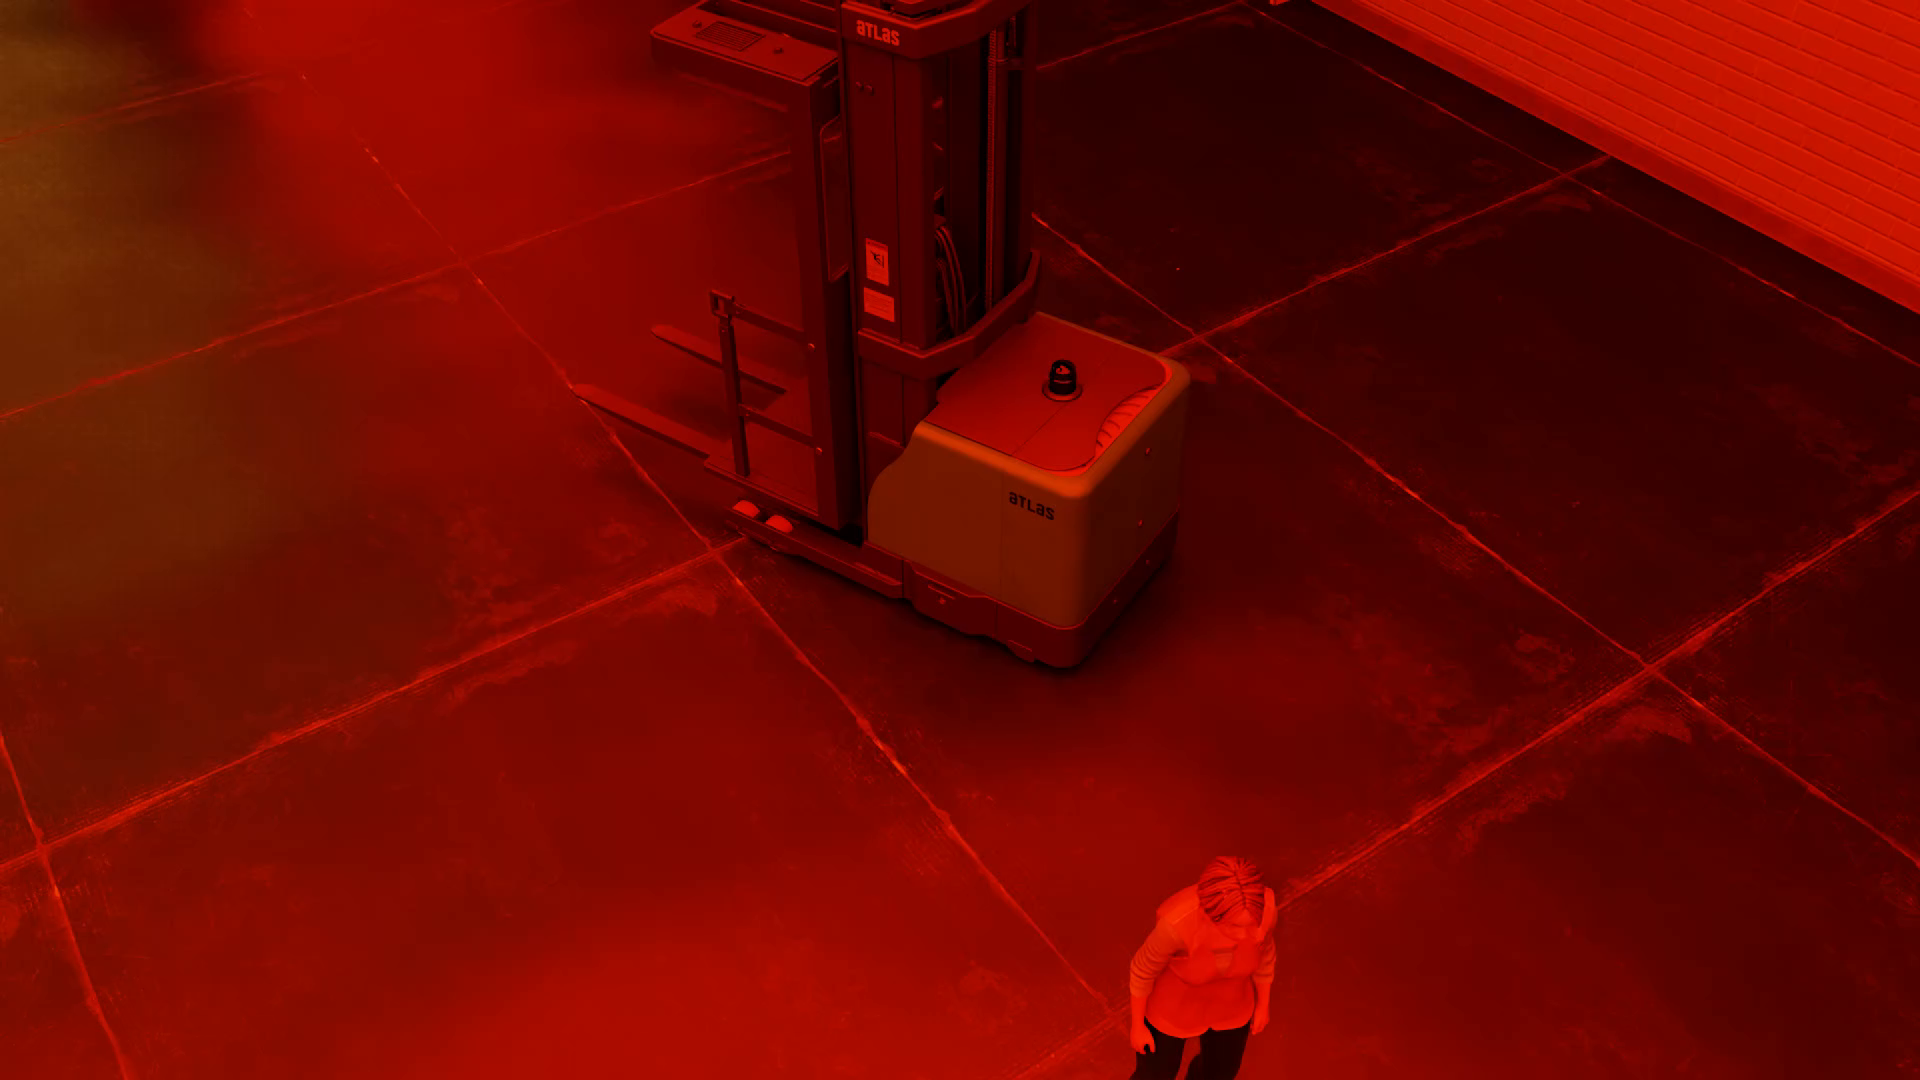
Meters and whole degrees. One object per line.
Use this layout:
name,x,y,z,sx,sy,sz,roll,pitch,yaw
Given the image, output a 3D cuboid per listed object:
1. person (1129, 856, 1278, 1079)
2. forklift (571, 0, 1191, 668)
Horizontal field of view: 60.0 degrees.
person,0.734,1.452,5.128,0.464,1.592,0.345,-8,43,-9
forklift,-0.511,-1.302,7.129,3.031,2.935,1.130,24,48,24
